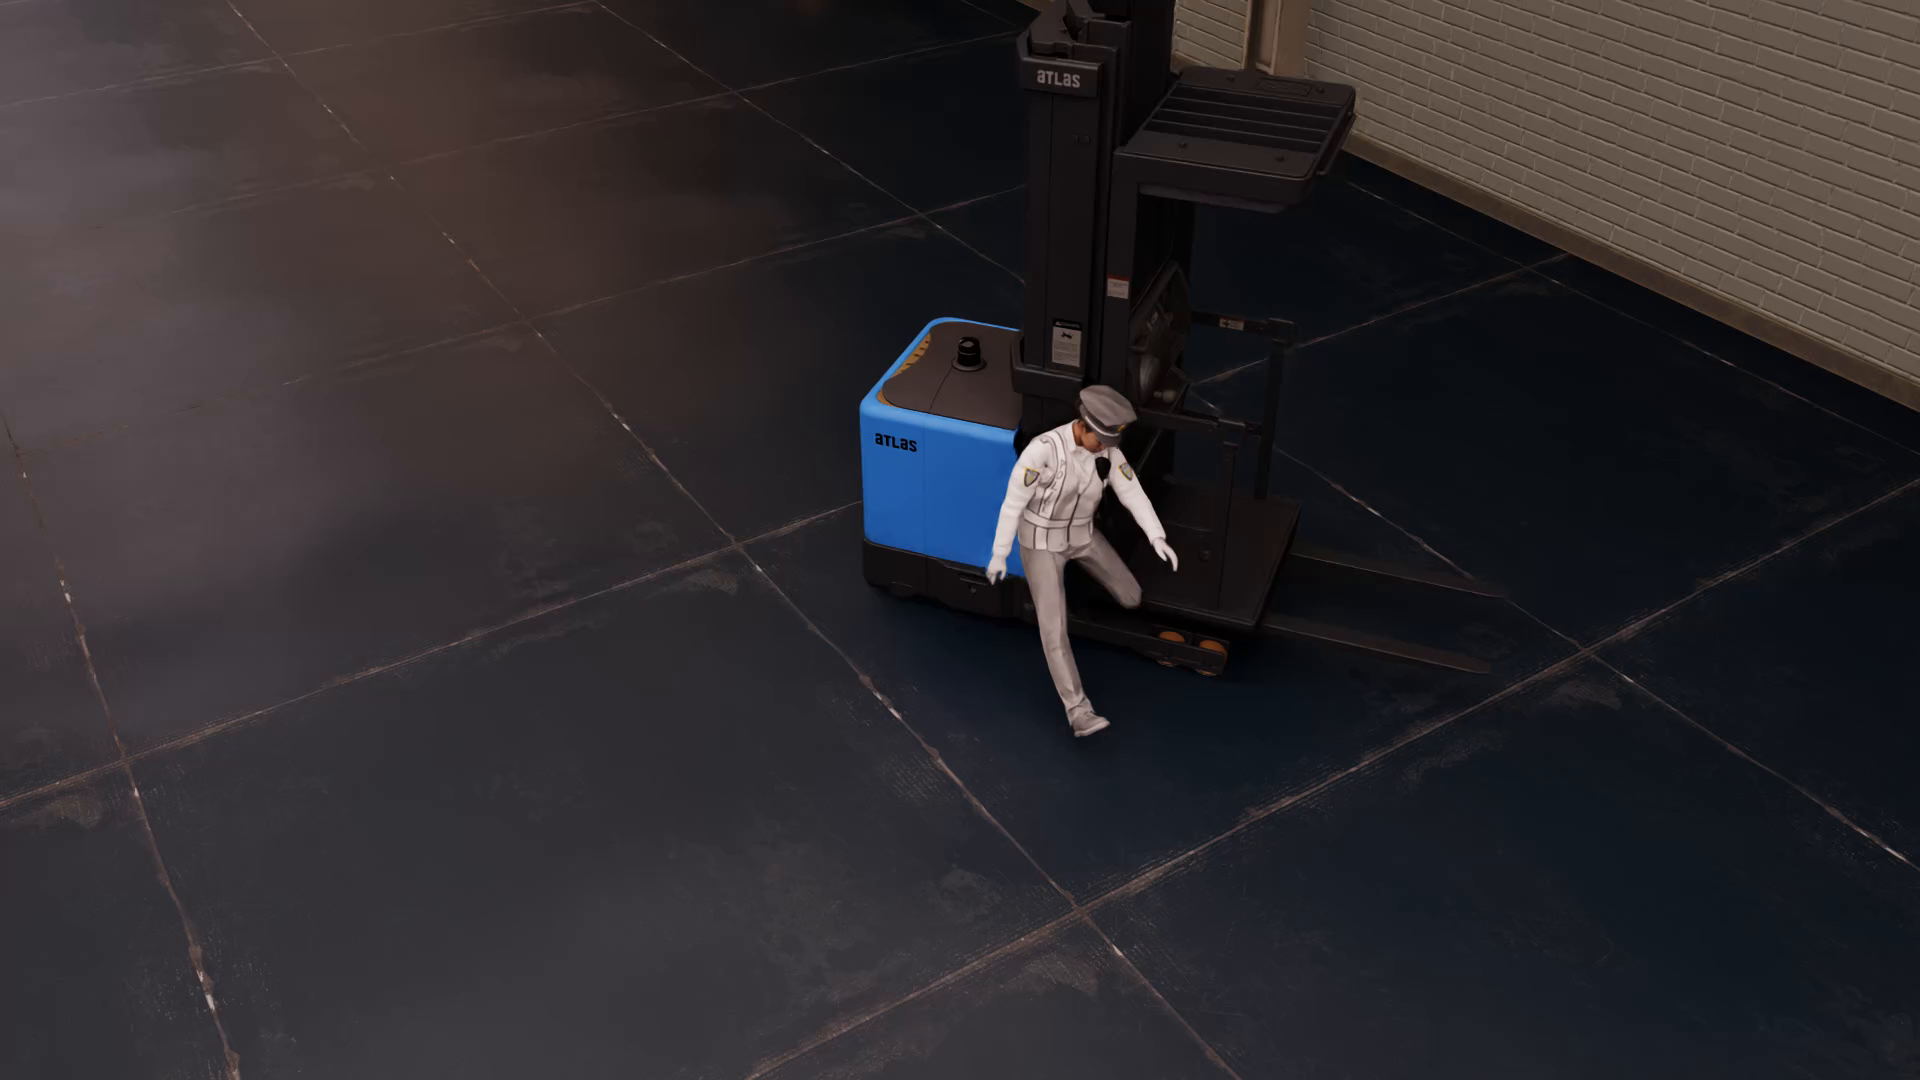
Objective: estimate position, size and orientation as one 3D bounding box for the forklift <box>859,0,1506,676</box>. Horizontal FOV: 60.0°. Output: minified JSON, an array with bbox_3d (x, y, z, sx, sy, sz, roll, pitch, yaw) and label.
[{"bbox_3d":[1.085,-0.910,7.442,3.031,2.935,1.130,13,37,17],"label":"forklift"}]

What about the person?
[{"bbox_3d":[0.601,0.057,7.253,0.904,1.439,1.045,-13,37,-18],"label":"person"}]
